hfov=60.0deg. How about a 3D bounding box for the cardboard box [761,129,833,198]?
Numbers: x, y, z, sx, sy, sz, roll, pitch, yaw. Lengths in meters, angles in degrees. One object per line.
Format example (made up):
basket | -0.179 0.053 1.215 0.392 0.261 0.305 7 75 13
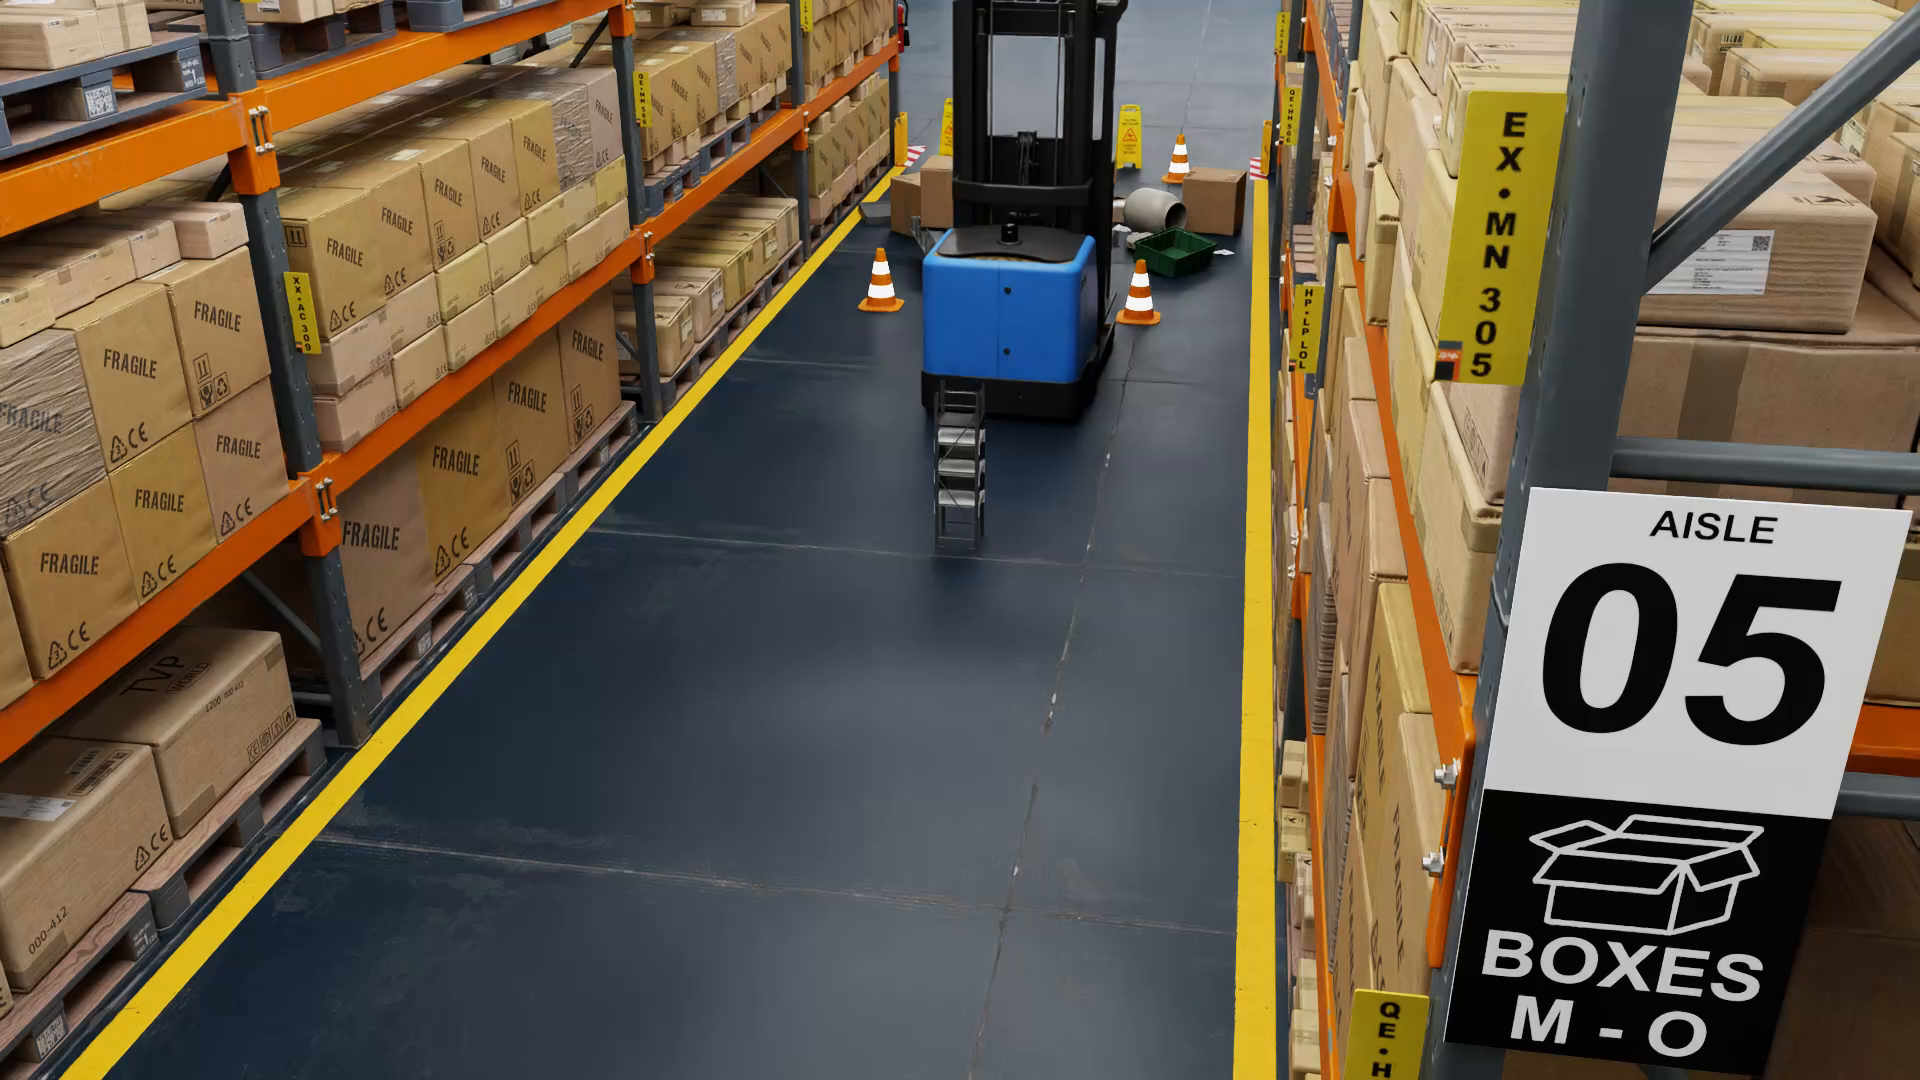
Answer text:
cardboard box | -1.442 -3.352 14.736 0.500 0.500 0.500 5 26 11

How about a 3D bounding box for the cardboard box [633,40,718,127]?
cardboard box | -1.998 -3.150 11.477 0.500 0.500 0.500 4 25 9

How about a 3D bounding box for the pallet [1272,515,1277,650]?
pallet | 2.111 0.233 8.504 1.003 0.211 1.213 4 25 9

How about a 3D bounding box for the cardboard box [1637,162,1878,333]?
cardboard box | 0.899 -0.377 2.096 0.380 0.149 0.250 4 25 8

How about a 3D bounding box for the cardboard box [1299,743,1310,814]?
cardboard box | 1.424 0.880 5.998 0.380 0.149 0.250 5 26 11

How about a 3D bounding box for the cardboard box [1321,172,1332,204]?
cardboard box | 2.089 -1.817 8.693 0.380 0.149 0.250 4 25 8

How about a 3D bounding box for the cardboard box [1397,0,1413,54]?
cardboard box | 1.239 -1.239 3.938 0.380 0.149 0.250 5 26 11

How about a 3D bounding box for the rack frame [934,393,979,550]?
rack frame | -0.018 -0.362 8.961 0.240 0.900 0.006 4 25 9

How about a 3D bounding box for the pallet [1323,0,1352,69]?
pallet | 2.160 -2.151 6.991 1.213 0.211 1.003 4 25 9

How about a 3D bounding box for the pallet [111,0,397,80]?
pallet | -3.011 -2.152 6.997 0.805 0.209 1.217 3 25 6

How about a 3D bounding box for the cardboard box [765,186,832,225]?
cardboard box | -1.442 -3.012 14.895 0.500 0.250 0.500 3 25 6

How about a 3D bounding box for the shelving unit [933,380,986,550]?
shelving unit | -0.001 -0.404 9.052 0.258 0.900 0.210 4 25 9

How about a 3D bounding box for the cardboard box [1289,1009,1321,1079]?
cardboard box | 1.172 1.548 4.921 0.380 0.149 0.250 4 25 9

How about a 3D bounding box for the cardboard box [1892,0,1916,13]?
cardboard box | 7.937 -4.411 13.488 0.500 0.500 0.500 4 25 9

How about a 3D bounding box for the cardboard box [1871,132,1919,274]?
cardboard box | 1.471 -0.443 2.236 0.380 0.149 0.250 5 26 11

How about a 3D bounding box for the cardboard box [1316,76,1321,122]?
cardboard box | 2.688 -2.977 10.775 0.700 0.500 0.500 4 25 8

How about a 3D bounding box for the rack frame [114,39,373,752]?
rack frame | -3.112 -0.494 6.766 1.000 3.000 0.127 4 25 9

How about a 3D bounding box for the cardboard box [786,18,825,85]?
cardboard box | -1.458 -4.184 14.182 0.500 0.500 0.500 4 25 8

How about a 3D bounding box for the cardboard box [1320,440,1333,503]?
cardboard box | 1.385 0.024 5.191 0.500 0.500 0.500 4 25 9

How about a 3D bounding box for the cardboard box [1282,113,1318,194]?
cardboard box | 2.415 -2.536 11.011 0.500 0.500 0.500 4 25 8

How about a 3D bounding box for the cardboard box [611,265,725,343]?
cardboard box | -2.243 -1.711 11.972 0.950 0.372 0.625 4 25 8

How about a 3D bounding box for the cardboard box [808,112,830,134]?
cardboard box | -1.362 -3.694 14.702 0.380 0.149 0.250 4 25 9

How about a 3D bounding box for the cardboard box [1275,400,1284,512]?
cardboard box | 1.996 -0.435 9.095 0.500 0.500 0.500 4 25 9

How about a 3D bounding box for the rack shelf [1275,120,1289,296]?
rack shelf | 2.769 -2.376 11.637 1.077 0.370 4.000 4 25 9

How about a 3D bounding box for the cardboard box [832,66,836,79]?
cardboard box | -1.346 -4.272 15.135 0.380 0.149 0.250 4 25 8

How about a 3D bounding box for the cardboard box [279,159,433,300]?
cardboard box | -2.701 -1.370 7.342 0.500 0.500 0.500 4 25 8

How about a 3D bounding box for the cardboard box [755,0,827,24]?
cardboard box | -1.519 -4.641 13.979 0.700 0.500 0.500 4 25 8

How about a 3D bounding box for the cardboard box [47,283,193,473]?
cardboard box | -3.008 -0.564 5.618 0.500 0.500 0.500 4 25 8

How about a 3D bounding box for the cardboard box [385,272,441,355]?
cardboard box | -2.704 -1.037 7.513 0.500 0.250 0.500 4 25 9

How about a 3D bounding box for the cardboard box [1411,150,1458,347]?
cardboard box | 1.041 -0.461 2.746 0.500 0.250 0.500 3 25 7

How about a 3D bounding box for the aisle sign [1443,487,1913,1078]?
aisle sign | 0.826 0.312 1.978 0.394 0.787 0.004 4 25 9

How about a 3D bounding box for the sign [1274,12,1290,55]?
sign | 2.548 -4.004 13.152 0.100 0.325 0.005 4 25 9

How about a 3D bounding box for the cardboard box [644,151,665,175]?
cardboard box | -2.142 -2.482 10.815 0.380 0.149 0.250 2 25 5

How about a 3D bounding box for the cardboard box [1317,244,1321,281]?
cardboard box | 2.039 -1.431 8.570 0.380 0.149 0.250 5 26 11

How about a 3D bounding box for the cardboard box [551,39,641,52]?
cardboard box | -2.503 -3.174 11.529 0.500 0.500 0.500 2 25 5

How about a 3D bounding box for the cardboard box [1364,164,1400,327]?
cardboard box | 1.186 -0.663 3.767 0.500 0.250 0.500 5 26 11

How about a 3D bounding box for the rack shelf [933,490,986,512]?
rack shelf | -0.001 -0.211 9.142 0.258 0.077 0.200 4 25 9

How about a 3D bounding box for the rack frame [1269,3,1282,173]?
rack frame | 3.749 -5.212 16.846 1.000 3.000 0.127 4 25 9

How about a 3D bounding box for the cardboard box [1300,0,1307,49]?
cardboard box | 3.190 -4.248 13.336 0.875 0.550 0.550 4 25 9

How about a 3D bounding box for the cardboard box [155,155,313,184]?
cardboard box | -3.209 -1.413 7.433 0.500 0.500 0.500 5 25 10

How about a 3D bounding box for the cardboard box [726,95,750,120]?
cardboard box | -1.797 -3.256 12.468 0.380 0.149 0.250 4 25 8

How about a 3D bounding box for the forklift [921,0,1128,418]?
forklift | 0.542 -2.715 11.592 1.130 2.935 3.031 5 26 10

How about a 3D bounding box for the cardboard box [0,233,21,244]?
cardboard box | -3.446 -0.953 5.686 0.380 0.149 0.250 4 25 8

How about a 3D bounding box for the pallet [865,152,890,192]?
pallet | -1.331 -3.880 17.291 1.003 0.211 1.213 4 25 9

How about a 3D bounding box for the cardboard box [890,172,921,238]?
cardboard box | -0.287 -3.062 15.200 0.500 0.500 0.500 -20 32 -36

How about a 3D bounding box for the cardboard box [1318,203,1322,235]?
cardboard box | 2.082 -1.663 8.715 0.380 0.149 0.250 3 25 7

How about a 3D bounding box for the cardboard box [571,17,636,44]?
cardboard box | -2.469 -3.534 11.533 0.380 0.149 0.250 3 25 6

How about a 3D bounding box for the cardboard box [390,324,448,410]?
cardboard box | -2.697 -0.808 7.615 0.500 0.250 0.500 3 25 7

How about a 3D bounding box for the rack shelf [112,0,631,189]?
rack shelf | -2.785 -2.363 8.070 1.077 0.370 4.000 4 25 9

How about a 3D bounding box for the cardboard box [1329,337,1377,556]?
cardboard box | 1.291 -0.227 4.549 0.500 0.500 0.500 4 25 9

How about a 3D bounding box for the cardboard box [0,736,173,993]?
cardboard box | -3.466 1.106 5.875 0.875 0.438 0.875 3 25 7

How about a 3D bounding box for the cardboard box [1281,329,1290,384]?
cardboard box | 2.090 -0.992 9.399 0.500 0.250 0.500 3 25 6

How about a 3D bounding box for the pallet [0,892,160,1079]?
pallet | -3.511 1.594 5.596 1.003 0.211 1.213 4 25 9
